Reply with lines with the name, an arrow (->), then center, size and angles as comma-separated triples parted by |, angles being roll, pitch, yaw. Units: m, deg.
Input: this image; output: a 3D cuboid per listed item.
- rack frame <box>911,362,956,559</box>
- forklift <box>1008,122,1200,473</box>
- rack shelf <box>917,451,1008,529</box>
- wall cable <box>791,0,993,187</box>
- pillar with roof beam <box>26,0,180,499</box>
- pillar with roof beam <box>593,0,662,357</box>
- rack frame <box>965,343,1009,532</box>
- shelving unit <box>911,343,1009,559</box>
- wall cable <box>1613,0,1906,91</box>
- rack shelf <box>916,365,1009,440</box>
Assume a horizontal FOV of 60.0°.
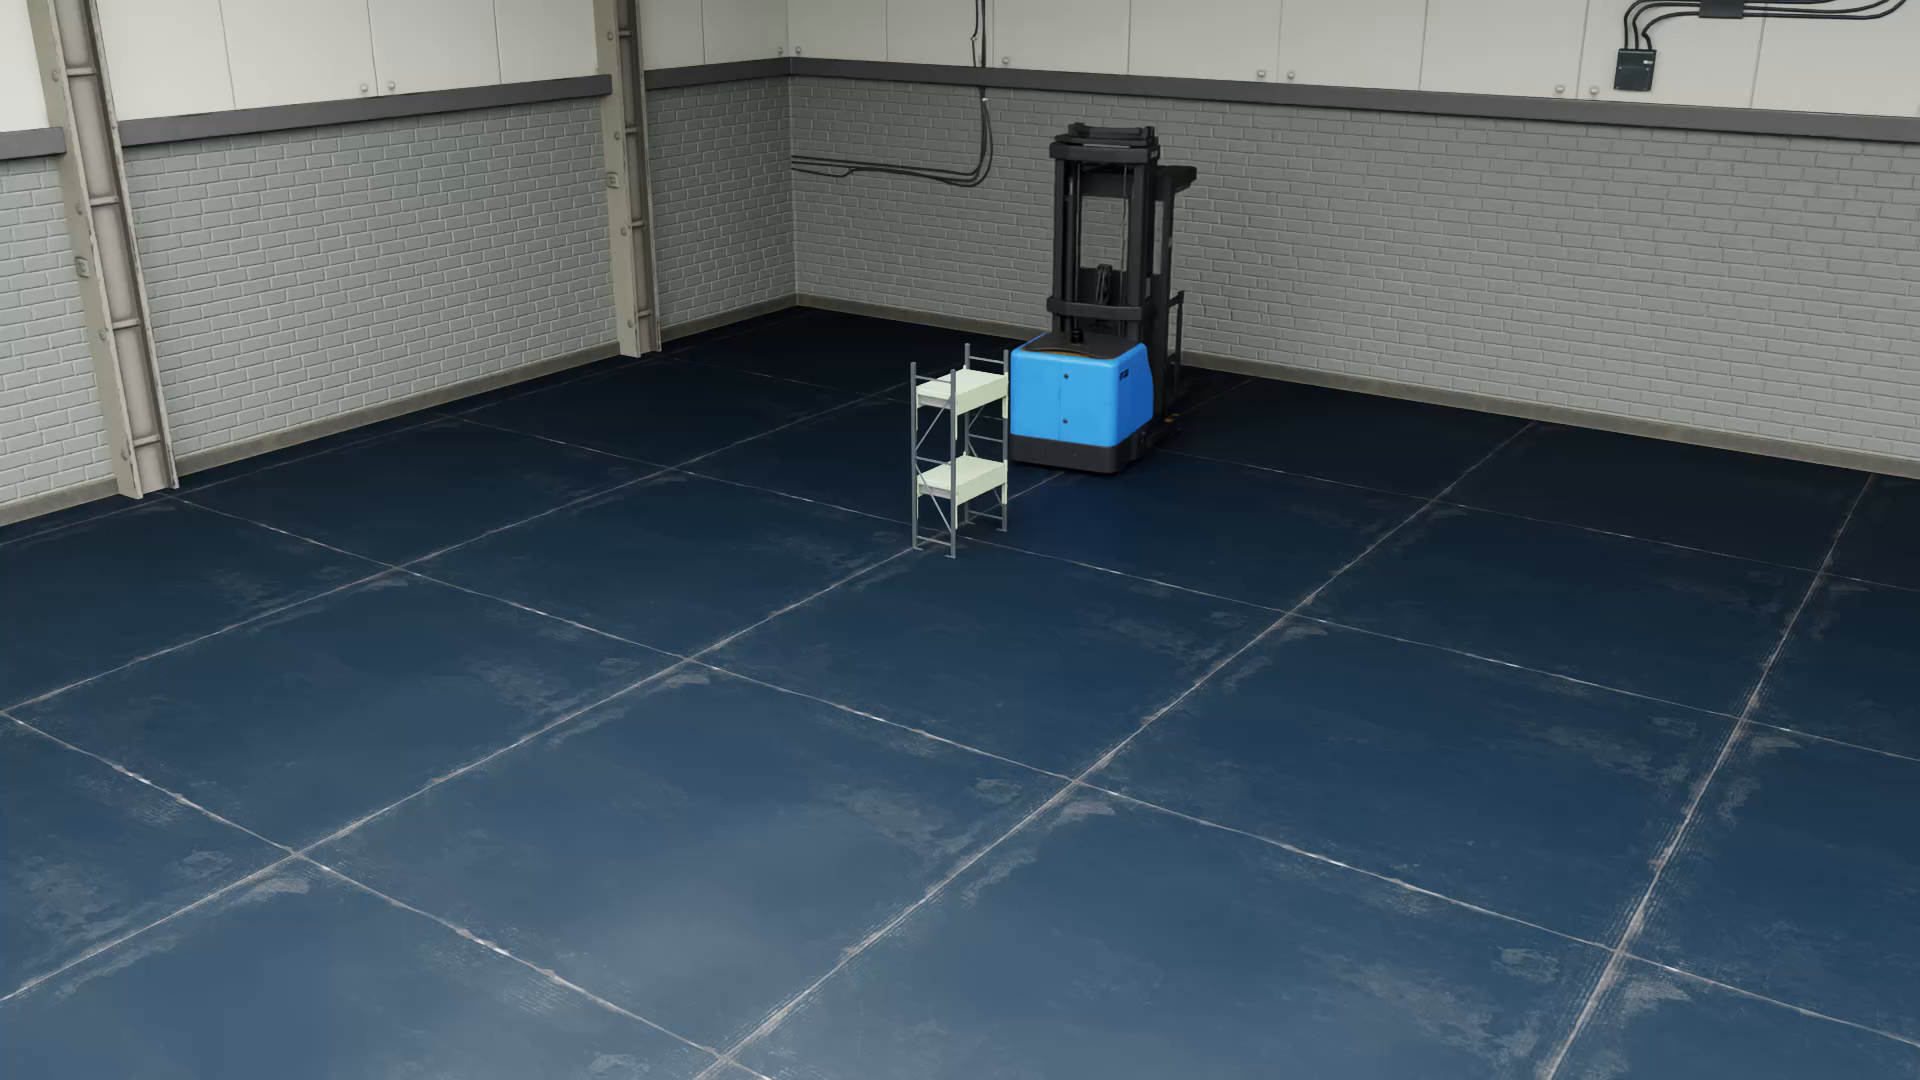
rack frame -> -0.202, -0.600, 12.726 | 0.400, 1.500, 0.023 | 13, 24, 32
forklift -> 1.523, -2.435, 15.622 | 1.130, 2.935, 3.031 | 9, 22, 24
rack shelf -> 0.004, -0.400, 13.123 | 0.431, 0.370, 0.720 | 13, 24, 32
wall cable -> -0.922, -5.508, 19.660 | 3.097, 2.526, 0.112 | 13, 24, 32
pillar with roof beam -> -3.484, -3.816, 10.610 | 9.100, 9.000, 0.400 | 13, 24, 32
pillar with roof beam -> -0.111, -5.537, 15.264 | 9.100, 9.000, 0.400 | 13, 24, 32
rack frame -> 0.209, -0.810, 13.294 | 0.400, 1.500, 0.023 | 13, 24, 32
shelving unit -> 0.004, -0.705, 13.010 | 0.431, 1.500, 0.755 | 13, 24, 32
wall cable -> 6.920, -6.703, 13.514 | 2.305, 6.003, 0.169 | 13, 24, 32
rack shelf -> 0.004, -1.071, 12.875 | 0.431, 0.370, 0.720 | 13, 24, 32
